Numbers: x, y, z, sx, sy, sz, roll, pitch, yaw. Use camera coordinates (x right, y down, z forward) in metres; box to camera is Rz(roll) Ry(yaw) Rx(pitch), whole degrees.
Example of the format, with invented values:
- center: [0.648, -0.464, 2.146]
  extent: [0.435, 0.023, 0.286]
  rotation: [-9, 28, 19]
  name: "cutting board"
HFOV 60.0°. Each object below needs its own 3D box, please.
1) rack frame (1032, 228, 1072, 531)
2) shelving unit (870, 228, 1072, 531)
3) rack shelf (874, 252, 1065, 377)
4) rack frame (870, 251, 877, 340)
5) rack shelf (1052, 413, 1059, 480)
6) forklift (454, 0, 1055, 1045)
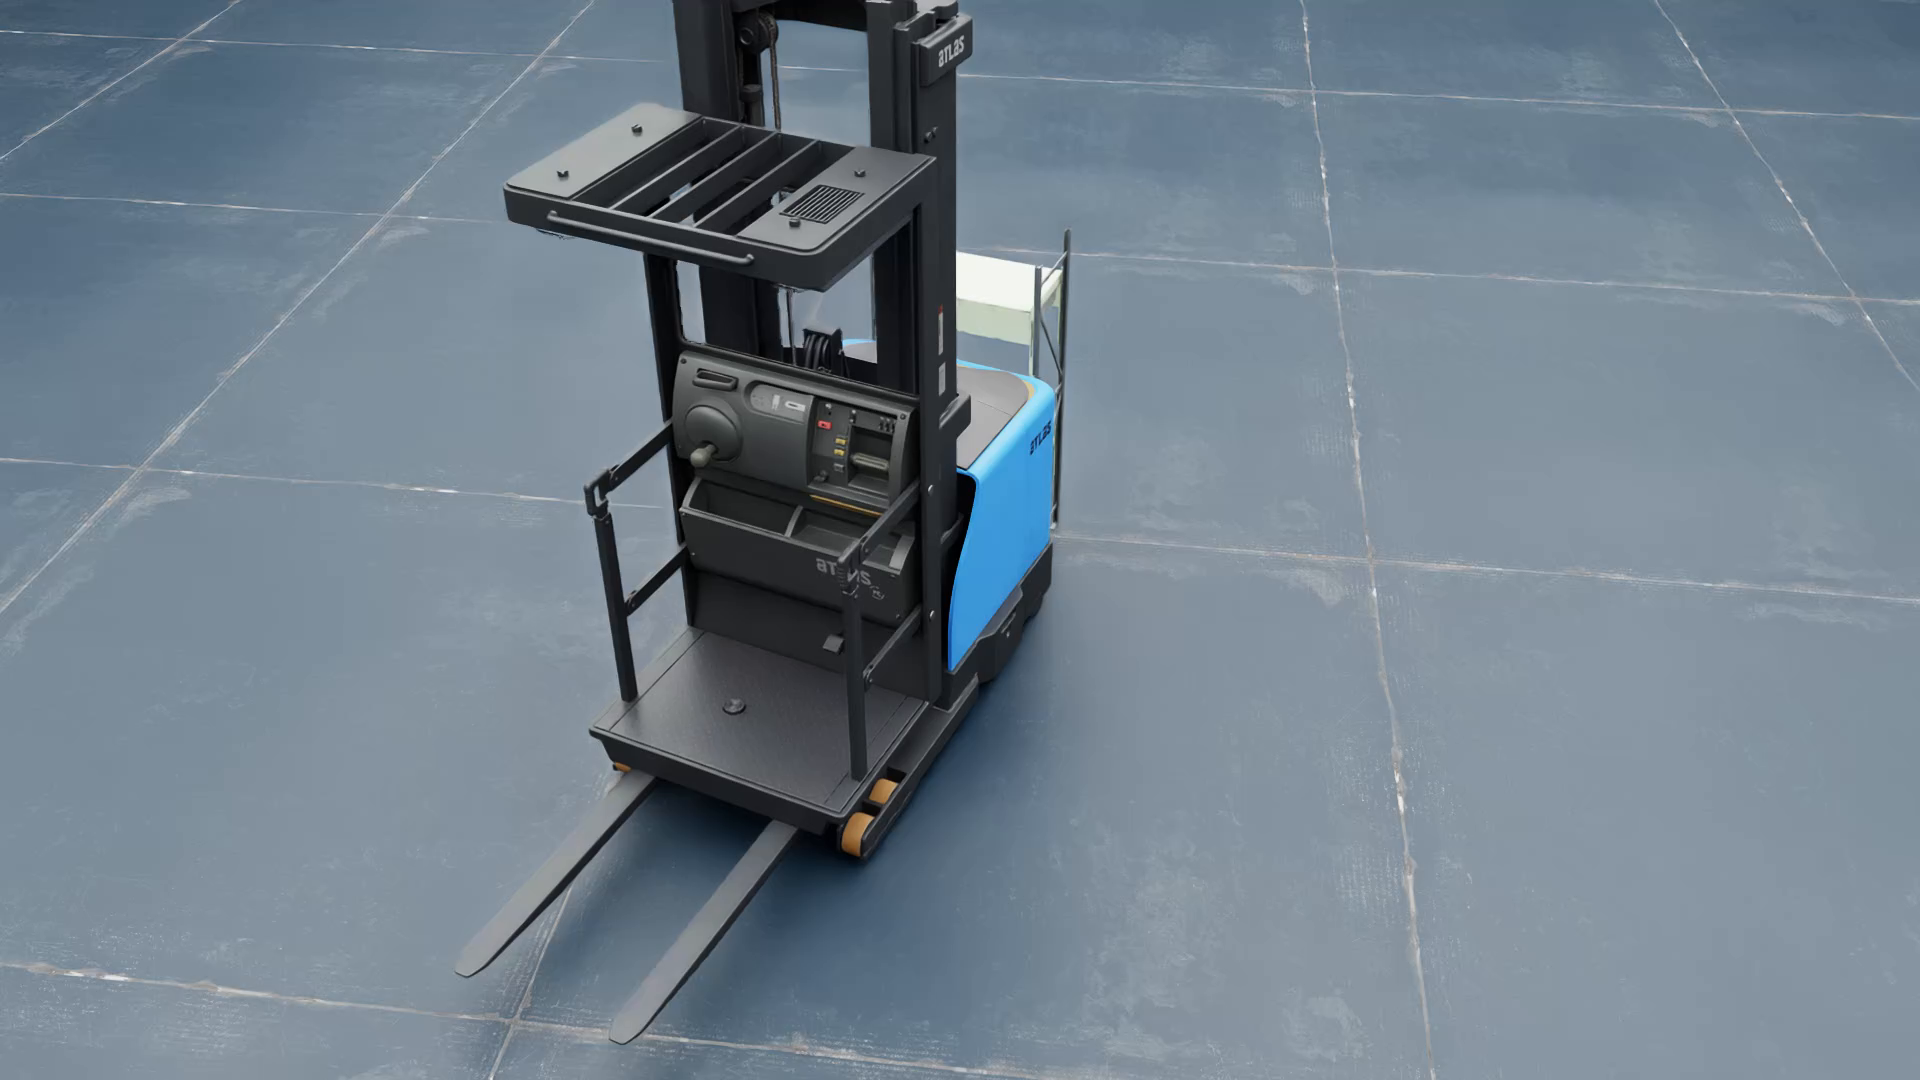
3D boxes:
- center: [0.386, -0.595, 7.292]
  extent: [0.023, 1.500, 0.400]
  rotation: [13, 38, 18]
  name: "rack frame"
- center: [0.046, -0.675, 7.404]
  extent: [0.755, 1.500, 0.431]
  rotation: [13, 38, 18]
  name: "shelving unit"
- center: [0.046, -0.992, 7.177]
  extent: [0.720, 0.370, 0.431]
  rotation: [13, 38, 18]
  name: "rack shelf"
- center: [-0.293, -0.754, 7.516]
  extent: [0.023, 1.500, 0.400]
  rotation: [13, 38, 18]
  name: "rack frame"
- center: [0.046, -0.409, 7.594]
  extent: [0.720, 0.370, 0.431]
  rotation: [13, 38, 18]
  name: "rack shelf"
- center: [-0.690, -0.319, 5.674]
  extent: [1.130, 2.935, 3.031]
  rotation: [16, 38, 21]
  name: "forklift"
